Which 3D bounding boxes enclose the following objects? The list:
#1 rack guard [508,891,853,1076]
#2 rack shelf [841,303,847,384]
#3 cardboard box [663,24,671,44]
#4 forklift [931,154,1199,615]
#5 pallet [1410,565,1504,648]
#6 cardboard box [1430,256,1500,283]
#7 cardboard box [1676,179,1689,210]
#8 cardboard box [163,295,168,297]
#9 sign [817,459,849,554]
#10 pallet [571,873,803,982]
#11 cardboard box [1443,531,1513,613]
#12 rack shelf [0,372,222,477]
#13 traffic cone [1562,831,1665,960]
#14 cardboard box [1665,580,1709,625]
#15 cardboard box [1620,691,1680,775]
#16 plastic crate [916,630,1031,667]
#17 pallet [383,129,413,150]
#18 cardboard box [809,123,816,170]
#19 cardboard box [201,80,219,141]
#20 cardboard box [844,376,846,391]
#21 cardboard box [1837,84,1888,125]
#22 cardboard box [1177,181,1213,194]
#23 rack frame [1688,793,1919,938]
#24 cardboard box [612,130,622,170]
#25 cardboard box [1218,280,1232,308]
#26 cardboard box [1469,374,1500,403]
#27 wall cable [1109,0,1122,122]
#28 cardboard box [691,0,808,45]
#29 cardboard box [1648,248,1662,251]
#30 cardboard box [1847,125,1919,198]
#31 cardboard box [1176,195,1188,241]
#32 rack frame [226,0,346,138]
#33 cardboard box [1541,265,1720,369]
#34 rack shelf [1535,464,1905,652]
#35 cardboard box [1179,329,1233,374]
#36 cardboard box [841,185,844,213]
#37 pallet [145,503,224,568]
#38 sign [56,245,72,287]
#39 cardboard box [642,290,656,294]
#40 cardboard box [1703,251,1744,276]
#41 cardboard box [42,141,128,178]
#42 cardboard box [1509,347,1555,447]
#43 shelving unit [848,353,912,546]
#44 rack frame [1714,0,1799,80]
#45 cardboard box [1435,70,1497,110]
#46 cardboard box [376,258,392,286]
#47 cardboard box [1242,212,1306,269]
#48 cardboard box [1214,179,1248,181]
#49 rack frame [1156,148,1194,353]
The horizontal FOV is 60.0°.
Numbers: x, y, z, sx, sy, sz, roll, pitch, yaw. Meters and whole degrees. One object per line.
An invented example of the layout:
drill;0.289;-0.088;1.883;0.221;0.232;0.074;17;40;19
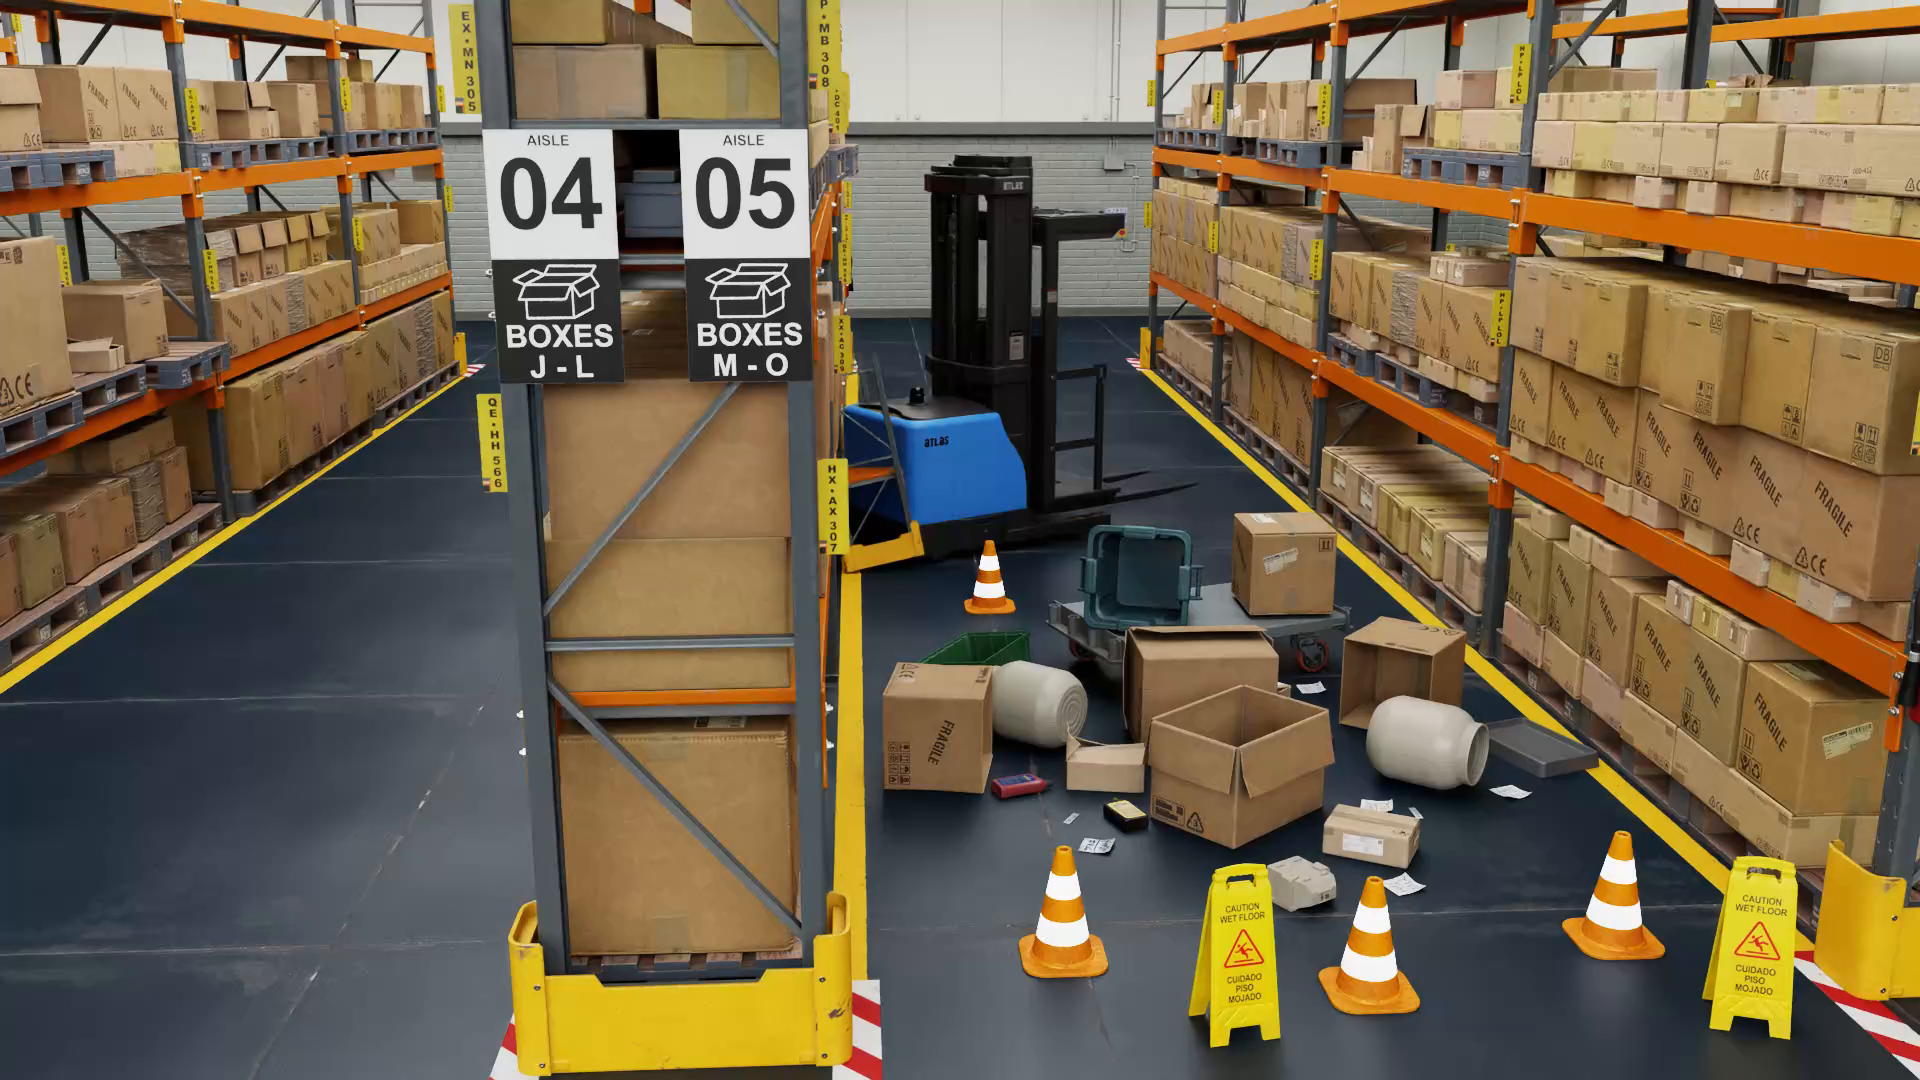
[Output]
rack guard;-0.974;1.571;5.918;1.175;0.500;0.348;-1;14;-3
rack shelf;-1.595;-1.784;15.385;1.077;0.370;4.000;-1;14;-3
cardboard box;-1.446;-2.135;7.147;0.380;0.149;0.250;-1;14;-4
forklift;0.825;-1.375;12.487;3.379;2.935;2.434;-10;17;-34
pallet;3.661;0.415;10.991;1.003;0.211;1.213;-1;14;-3
cardboard box;3.360;-1.802;11.070;0.380;0.149;0.250;-2;15;-6
cardboard box;3.580;-1.608;7.739;0.380;0.149;0.250;-1;14;-3
cardboard box;-6.706;-1.751;13.612;0.500;0.500;0.500;0;14;-2
sign;-0.422;-0.110;5.540;0.100;0.325;0.005;-1;14;-3
pallet;-1.103;1.507;6.746;1.003;0.211;1.213;-1;14;-3
cardboard box;3.676;0.197;10.673;0.950;0.372;0.625;-1;14;-3
rack shelf;-6.304;-0.738;11.319;1.077;0.370;4.000;-1;14;-3
traffic cone;2.644;1.394;6.679;0.336;0.463;0.334;-1;14;-3
cardboard box;3.532;0.290;7.748;0.380;0.149;0.250;0;14;-1
cardboard box;3.578;0.925;8.087;0.500;0.250;0.500;-1;14;-5
plastic crate;0.095;0.716;9.750;0.450;0.188;0.662;-4;11;28
pallet;-6.789;-4.495;18.634;1.003;0.211;1.213;-1;14;-3
cardboard box;-0.677;-1.319;5.573;0.380;0.149;0.250;-1;14;-3
cardboard box;-6.679;-3.652;14.138;0.500;0.500;0.500;0;14;0
cardboard box;-1.422;-1.692;17.864;0.380;0.149;0.250;0;14;-1
cardboard box;3.631;-1.672;6.389;0.380;0.149;0.250;-1;14;-4
cardboard box;2.779;-4.158;19.658;0.380;0.149;0.250;-1;14;-3
rack frame;3.939;1.382;7.233;1.003;0.211;1.213;-1;14;-3
cardboard box;-1.335;-1.306;5.524;0.380;0.149;0.250;-1;14;-4
cardboard box;2.979;-2.546;17.201;0.500;0.250;0.500;-1;14;-5
cardboard box;3.403;-0.948;10.351;0.380;0.149;0.250;-1;14;-3
wall cable;2.334;-8.042;26.224;0.463;3.000;0.029;-1;14;-3
cardboard box;-0.679;-1.703;5.465;0.380;0.149;0.250;-1;14;-3
cardboard box;8.340;-3.261;19.385;0.500;0.250;0.500;-1;14;-2
cardboard box;3.658;-1.395;6.111;0.500;0.250;0.500;-1;14;-4
cardboard box;2.823;-3.755;19.394;0.500;0.500;0.500;-1;14;-3
rack frame;-6.676;-5.484;16.282;1.000;3.000;0.127;-1;14;-3
cardboard box;3.531;-1.179;8.784;0.700;0.500;0.500;-1;14;-3
rack shelf;3.835;0.009;8.023;0.919;0.124;3.809;-1;14;-3
cardboard box;3.173;-2.299;20.241;0.875;0.438;0.875;0;14;-2
cardboard box;-1.552;-3.677;18.495;0.500;0.500;0.500;-1;14;-3
pallet;-6.381;-0.039;12.755;1.003;0.211;1.213;-1;14;-3
sign;-6.982;-2.135;12.982;0.100;0.325;0.005;-1;14;-3
cardboard box;-1.235;-1.144;8.984;0.875;0.550;0.550;-1;14;-3
cardboard box;8.008;-2.809;16.879;0.700;0.500;0.500;-1;14;-3
cardboard box;-6.081;-2.601;11.399;0.500;0.250;0.500;0;14;-2
cardboard box;3.460;-0.821;9.399;0.500;0.500;0.500;-1;14;-4
shelving unit;-0.774;-0.620;12.449;0.500;1.500;0.985;-13;10;-8
rack frame;8.169;-5.715;17.178;1.000;3.000;0.127;-1;14;-3
cardboard box;3.462;-2.963;10.959;0.500;0.250;0.500;-1;14;-3
cardboard box;-6.469;-2.895;17.962;0.500;0.250;0.500;-1;14;-4
cardboard box;3.043;-2.900;16.069;0.500;0.500;0.500;-1;14;-5
cardboard box;3.329;-4.361;20.449;0.380;0.149;0.250;-1;14;-4
rack frame;2.970;-3.727;21.490;0.949;2.616;0.053;-1;14;-3
